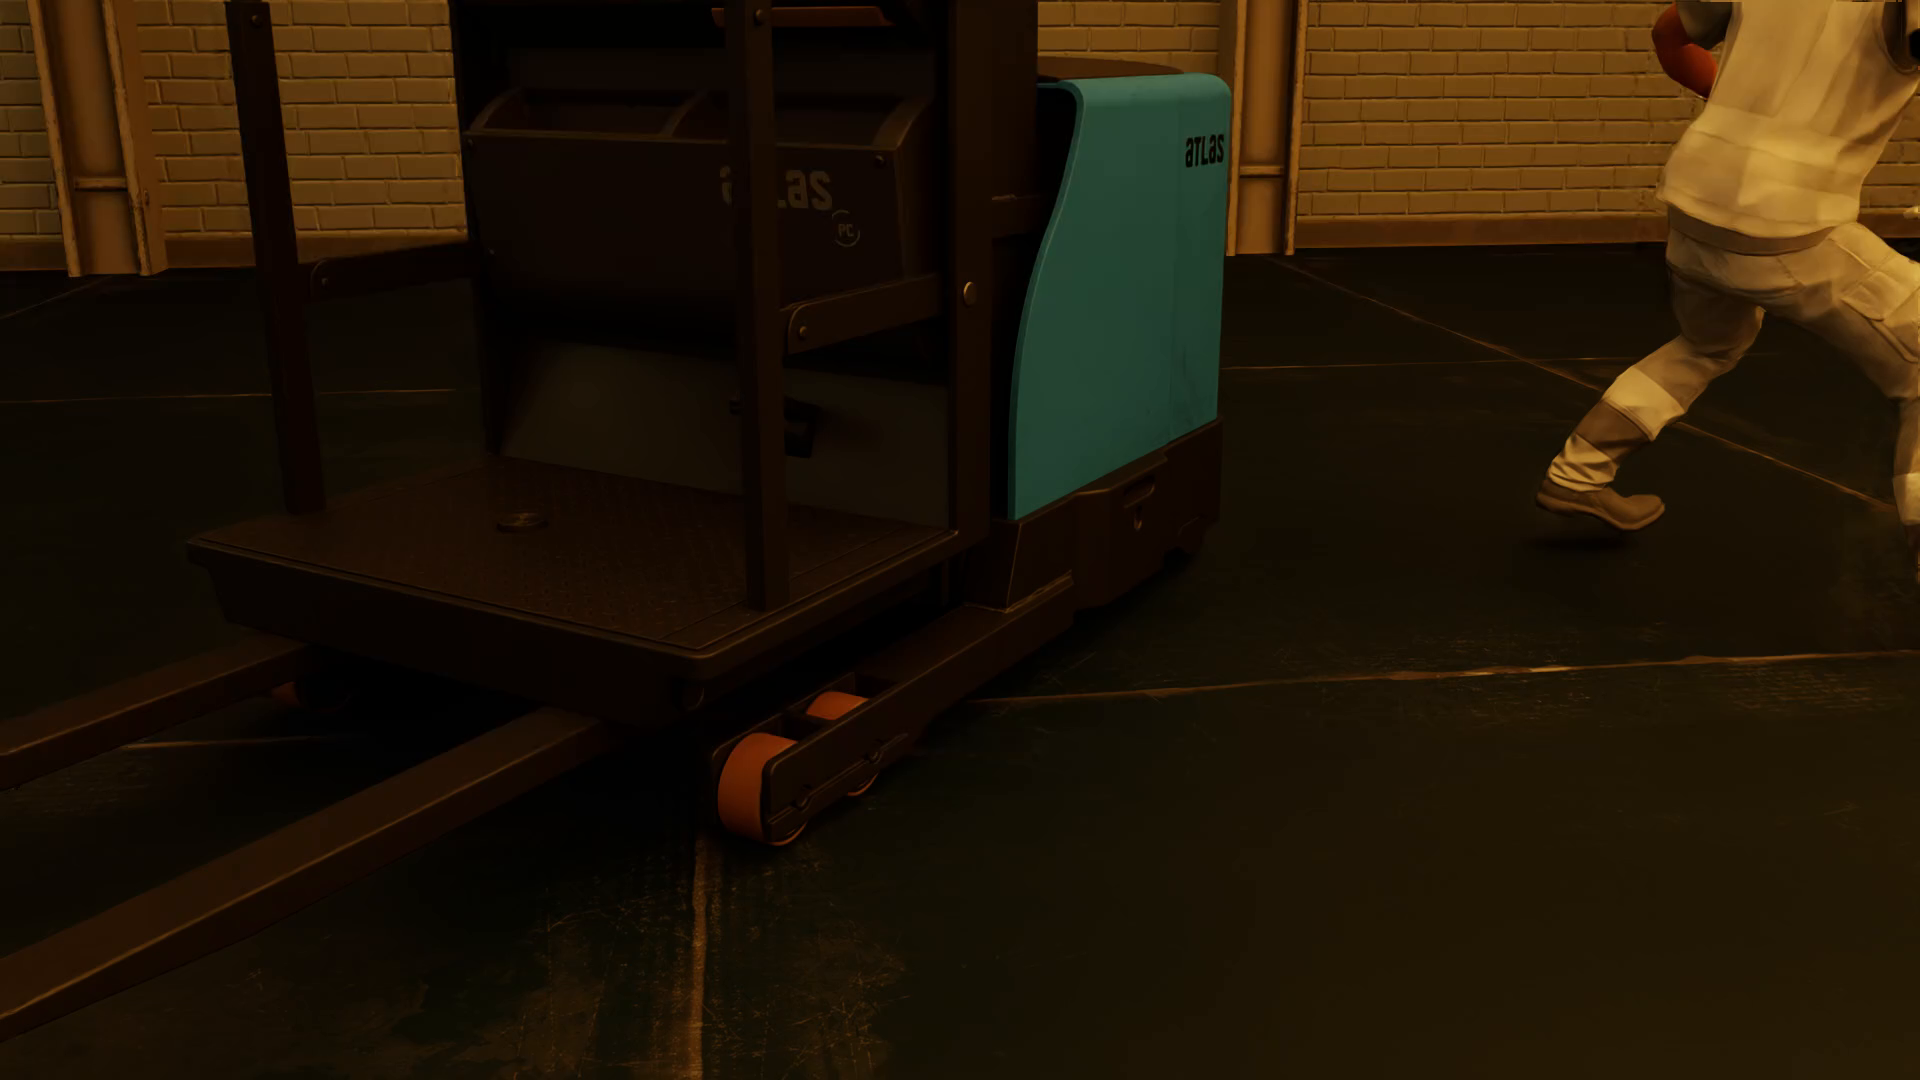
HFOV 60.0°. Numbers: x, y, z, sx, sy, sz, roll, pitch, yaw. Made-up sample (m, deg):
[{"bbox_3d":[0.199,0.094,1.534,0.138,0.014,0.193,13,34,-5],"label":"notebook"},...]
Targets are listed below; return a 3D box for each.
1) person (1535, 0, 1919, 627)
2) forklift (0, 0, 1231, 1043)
[{"bbox_3d":[1.724,-0.596,3.348,0.579,1.732,1.128,-5,17,-15],"label":"person"},{"bbox_3d":[-0.571,-1.101,2.539,1.130,2.935,3.031,10,19,29],"label":"forklift"}]
